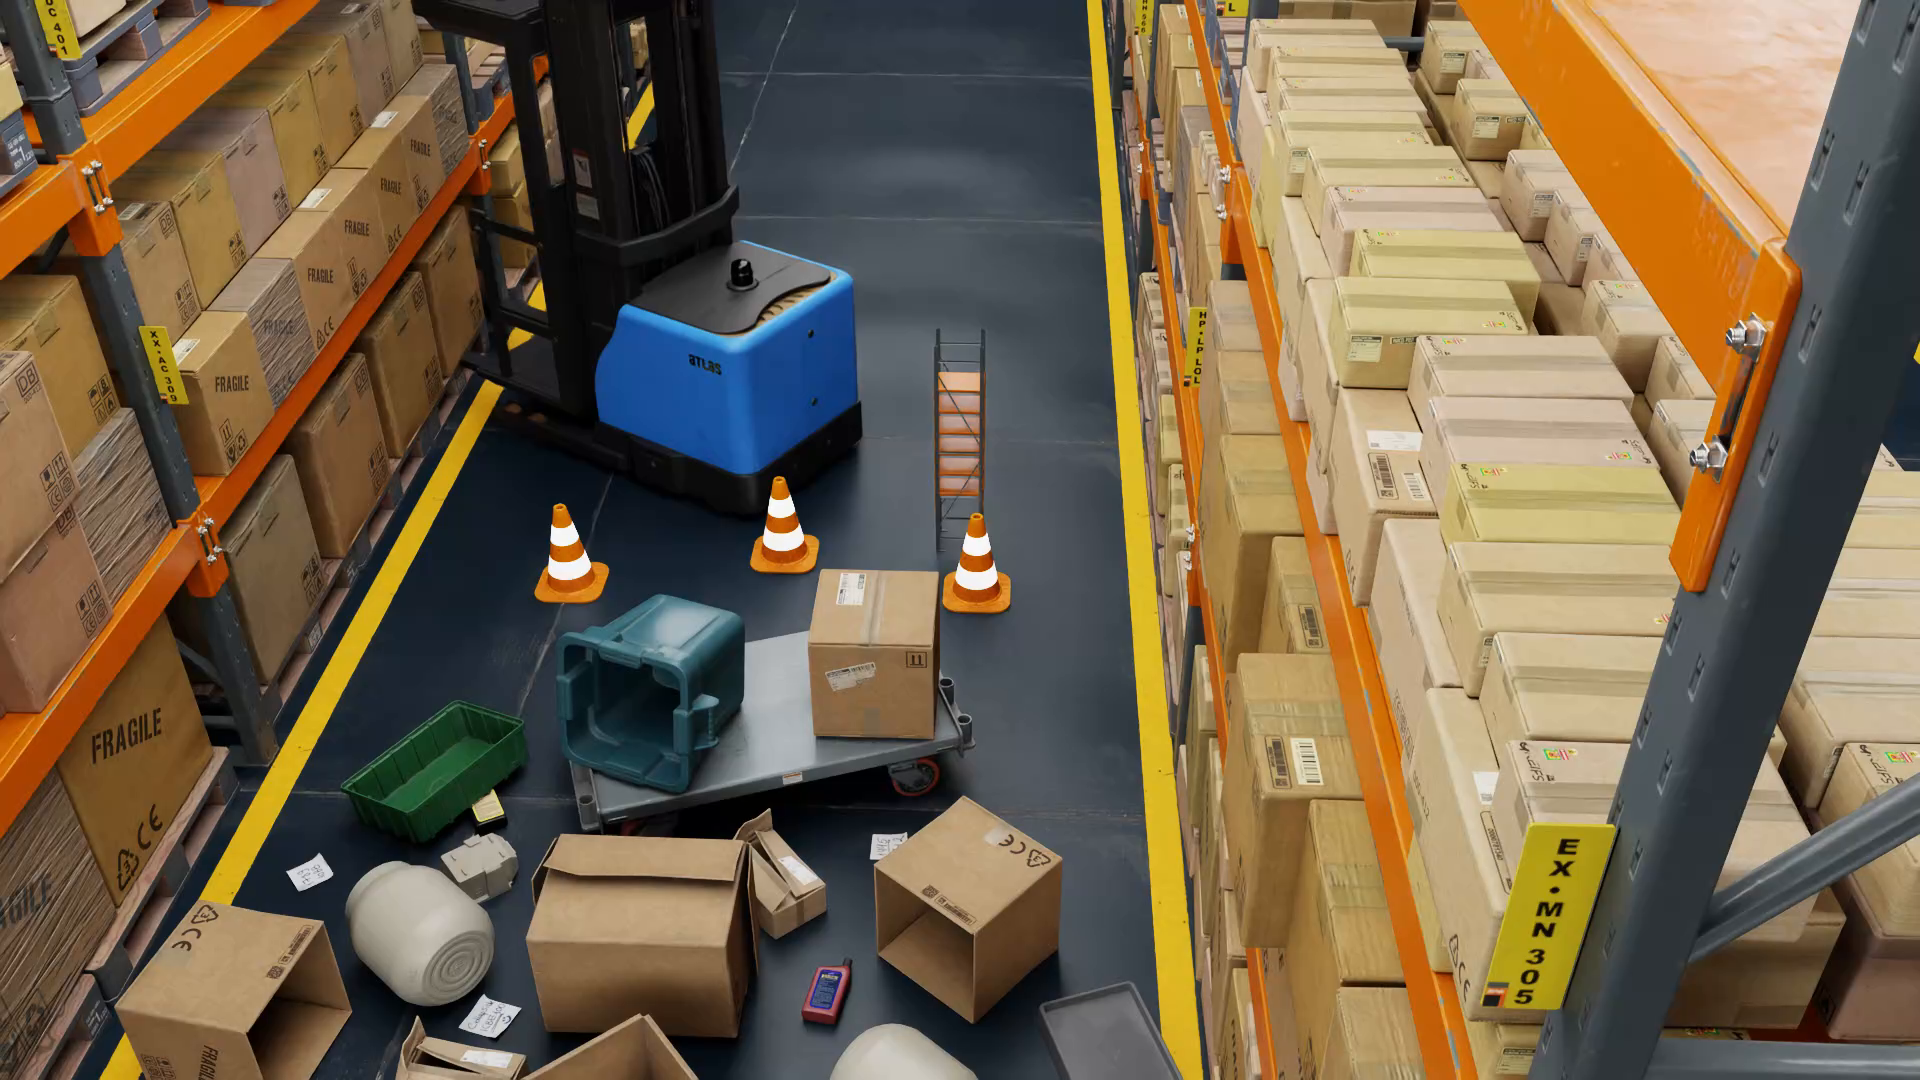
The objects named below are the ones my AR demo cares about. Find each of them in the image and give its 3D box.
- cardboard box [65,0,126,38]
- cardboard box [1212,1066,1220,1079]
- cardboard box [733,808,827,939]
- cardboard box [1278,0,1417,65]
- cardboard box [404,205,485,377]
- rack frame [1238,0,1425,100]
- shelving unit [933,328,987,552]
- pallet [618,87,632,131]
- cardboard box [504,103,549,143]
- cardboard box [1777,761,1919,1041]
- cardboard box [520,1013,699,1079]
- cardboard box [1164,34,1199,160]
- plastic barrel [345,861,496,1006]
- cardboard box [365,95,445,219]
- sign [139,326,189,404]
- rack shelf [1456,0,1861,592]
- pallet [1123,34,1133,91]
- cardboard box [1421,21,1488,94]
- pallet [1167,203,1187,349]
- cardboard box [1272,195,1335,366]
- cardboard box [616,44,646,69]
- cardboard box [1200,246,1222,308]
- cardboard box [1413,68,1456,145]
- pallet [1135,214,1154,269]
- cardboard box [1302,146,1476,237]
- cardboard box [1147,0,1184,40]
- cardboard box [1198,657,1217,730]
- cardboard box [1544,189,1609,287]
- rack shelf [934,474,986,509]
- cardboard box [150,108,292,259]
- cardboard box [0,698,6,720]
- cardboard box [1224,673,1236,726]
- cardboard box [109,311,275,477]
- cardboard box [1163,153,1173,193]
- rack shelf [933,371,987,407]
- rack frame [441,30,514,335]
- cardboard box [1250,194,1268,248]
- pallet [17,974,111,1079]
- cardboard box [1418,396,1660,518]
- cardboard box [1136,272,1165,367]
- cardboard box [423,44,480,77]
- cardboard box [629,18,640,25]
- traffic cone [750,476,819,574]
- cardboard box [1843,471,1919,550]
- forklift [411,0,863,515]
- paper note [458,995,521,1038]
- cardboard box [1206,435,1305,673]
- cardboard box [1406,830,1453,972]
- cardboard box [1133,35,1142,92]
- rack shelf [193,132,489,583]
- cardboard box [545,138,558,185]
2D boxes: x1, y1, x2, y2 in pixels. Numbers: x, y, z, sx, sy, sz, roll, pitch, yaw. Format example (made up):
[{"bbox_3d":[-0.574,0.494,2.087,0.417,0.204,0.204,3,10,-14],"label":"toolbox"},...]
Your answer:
[{"bbox_3d":[-3.243,-1.999,5.988,0.258,0.266,0.396,1,35,1],"label":"cardboard box"},{"bbox_3d":[1.081,1.965,5.317,0.500,0.250,0.500,0,35,0],"label":"cardboard box"},{"bbox_3d":[-0.744,1.320,6.587,0.258,0.266,0.396,-24,42,-30],"label":"cardboard box"},{"bbox_3d":[1.312,-1.894,5.938,0.500,0.250,0.500,1,35,1],"label":"cardboard box"},{"bbox_3d":[-3.470,-1.475,9.777,1.050,0.750,0.750,1,35,1],"label":"cardboard box"},{"bbox_3d":[1.434,-2.672,4.671,1.000,3.000,0.127,1,35,2],"label":"rack frame"},{"bbox_3d":[-0.001,-0.483,8.339,0.258,1.200,0.189,1,35,2],"label":"shelving unit"},{"bbox_3d":[-3.225,-3.281,13.181,1.003,0.211,1.213,1,35,2],"label":"pallet"},{"bbox_3d":[-3.066,-2.709,11.099,0.500,0.250,0.500,1,35,1],"label":"cardboard box"},{"bbox_3d":[1.559,0.511,2.623,0.500,0.250,0.500,1,35,1],"label":"cardboard box"},{"bbox_3d":[-1.186,2.035,5.363,0.797,0.503,0.637,-24,42,-30],"label":"cardboard box"},{"bbox_3d":[1.331,-2.297,8.644,0.500,0.500,0.500,3,35,4],"label":"cardboard box"},{"bbox_3d":[-2.029,1.468,6.239,0.512,0.421,0.421,28,44,33],"label":"plastic barrel"},{"bbox_3d":[-3.127,-2.061,8.933,0.500,0.500,0.500,1,35,2],"label":"cardboard box"},{"bbox_3d":[-2.962,-0.648,6.187,0.100,0.325,0.005,1,35,2],"label":"sign"},{"bbox_3d":[1.353,-1.227,3.244,1.077,0.370,4.000,1,35,2],"label":"rack shelf"},{"bbox_3d":[1.864,-4.108,14.357,1.003,0.211,1.213,1,35,2],"label":"pallet"},{"bbox_3d":[1.639,-1.481,5.110,0.380,0.149,0.250,2,35,3],"label":"cardboard box"},{"bbox_3d":[1.556,-1.299,8.102,1.003,0.211,1.213,1,35,2],"label":"pallet"},{"bbox_3d":[1.098,-0.674,4.309,0.500,0.250,0.500,2,35,2],"label":"cardboard box"},{"bbox_3d":[-2.860,-4.077,14.002,0.380,0.149,0.250,0,35,0],"label":"cardboard box"},{"bbox_3d":[1.223,-0.822,6.546,0.500,0.500,0.500,1,35,1],"label":"cardboard box"},{"bbox_3d":[1.685,-1.244,5.120,0.500,0.250,0.500,1,35,1],"label":"cardboard box"},{"bbox_3d":[1.701,-1.826,11.110,1.003,0.211,1.213,1,35,2],"label":"pallet"},{"bbox_3d":[1.097,-0.899,4.282,0.380,0.149,0.250,0,35,0],"label":"cardboard box"},{"bbox_3d":[1.354,-3.268,9.781,0.500,0.500,0.500,0,35,1],"label":"cardboard box"},{"bbox_3d":[1.075,0.567,6.090,0.380,0.149,0.250,2,35,3],"label":"cardboard box"},{"bbox_3d":[1.654,-0.734,4.047,0.380,0.149,0.250,2,35,2],"label":"cardboard box"},{"bbox_3d":[-0.001,-0.250,8.502,0.258,0.103,0.180,1,35,2],"label":"rack shelf"},{"bbox_3d":[-3.463,-1.595,7.400,0.700,0.500,0.500,2,35,2],"label":"cardboard box"},{"bbox_3d":[-3.658,0.502,5.243,0.875,0.550,0.550,1,35,2],"label":"cardboard box"},{"bbox_3d":[1.107,0.444,5.110,0.500,0.500,0.500,1,35,1],"label":"cardboard box"},{"bbox_3d":[-3.227,-0.610,6.868,0.500,0.500,0.500,2,35,2],"label":"cardboard box"},{"bbox_3d":[1.262,-1.927,8.681,0.380,0.149,0.250,2,35,2],"label":"cardboard box"},{"bbox_3d":[-0.001,-0.741,8.157,0.258,0.103,0.180,1,35,2],"label":"rack shelf"},{"bbox_3d":[-3.356,-2.572,9.746,1.000,3.000,0.127,1,35,2],"label":"rack frame"},{"bbox_3d":[1.107,-1.019,5.147,0.380,0.149,0.250,1,35,2],"label":"cardboard box"},{"bbox_3d":[-3.672,2.005,5.659,1.003,0.211,1.213,1,35,2],"label":"pallet"},{"bbox_3d":[1.111,-0.150,3.217,0.380,0.149,0.250,1,35,2],"label":"cardboard box"},{"bbox_3d":[1.561,-1.288,9.839,0.950,0.372,0.625,-1,35,-1],"label":"cardboard box"},{"bbox_3d":[-3.136,-2.893,10.057,0.380,0.149,0.250,1,35,1],"label":"cardboard box"},{"bbox_3d":[-2.904,-4.469,14.042,0.380,0.149,0.250,3,35,4],"label":"cardboard box"},{"bbox_3d":[-0.903,-0.114,8.455,0.336,0.463,0.334,1,35,2],"label":"traffic cone"},{"bbox_3d":[1.641,0.001,3.002,0.380,0.149,0.250,1,35,2],"label":"cardboard box"},{"bbox_3d":[-2.061,-1.984,8.970,3.031,2.935,1.130,21,40,27],"label":"forklift"},{"bbox_3d":[-1.743,1.767,6.162,0.172,0.023,0.155,13,37,18],"label":"paper note"},{"bbox_3d":[1.110,0.040,4.815,0.700,0.500,0.500,1,35,1],"label":"cardboard box"},{"bbox_3d":[0.985,0.601,2.841,0.380,0.149,0.250,2,35,2],"label":"cardboard box"},{"bbox_3d":[1.360,-3.044,10.549,0.500,0.250,0.500,2,35,3],"label":"cardboard box"},{"bbox_3d":[-3.436,-1.128,8.318,1.077,0.370,4.000,1,35,2],"label":"rack shelf"},{"bbox_3d":[-3.056,-2.410,11.325,0.500,0.500,0.500,2,35,2],"label":"cardboard box"}]
